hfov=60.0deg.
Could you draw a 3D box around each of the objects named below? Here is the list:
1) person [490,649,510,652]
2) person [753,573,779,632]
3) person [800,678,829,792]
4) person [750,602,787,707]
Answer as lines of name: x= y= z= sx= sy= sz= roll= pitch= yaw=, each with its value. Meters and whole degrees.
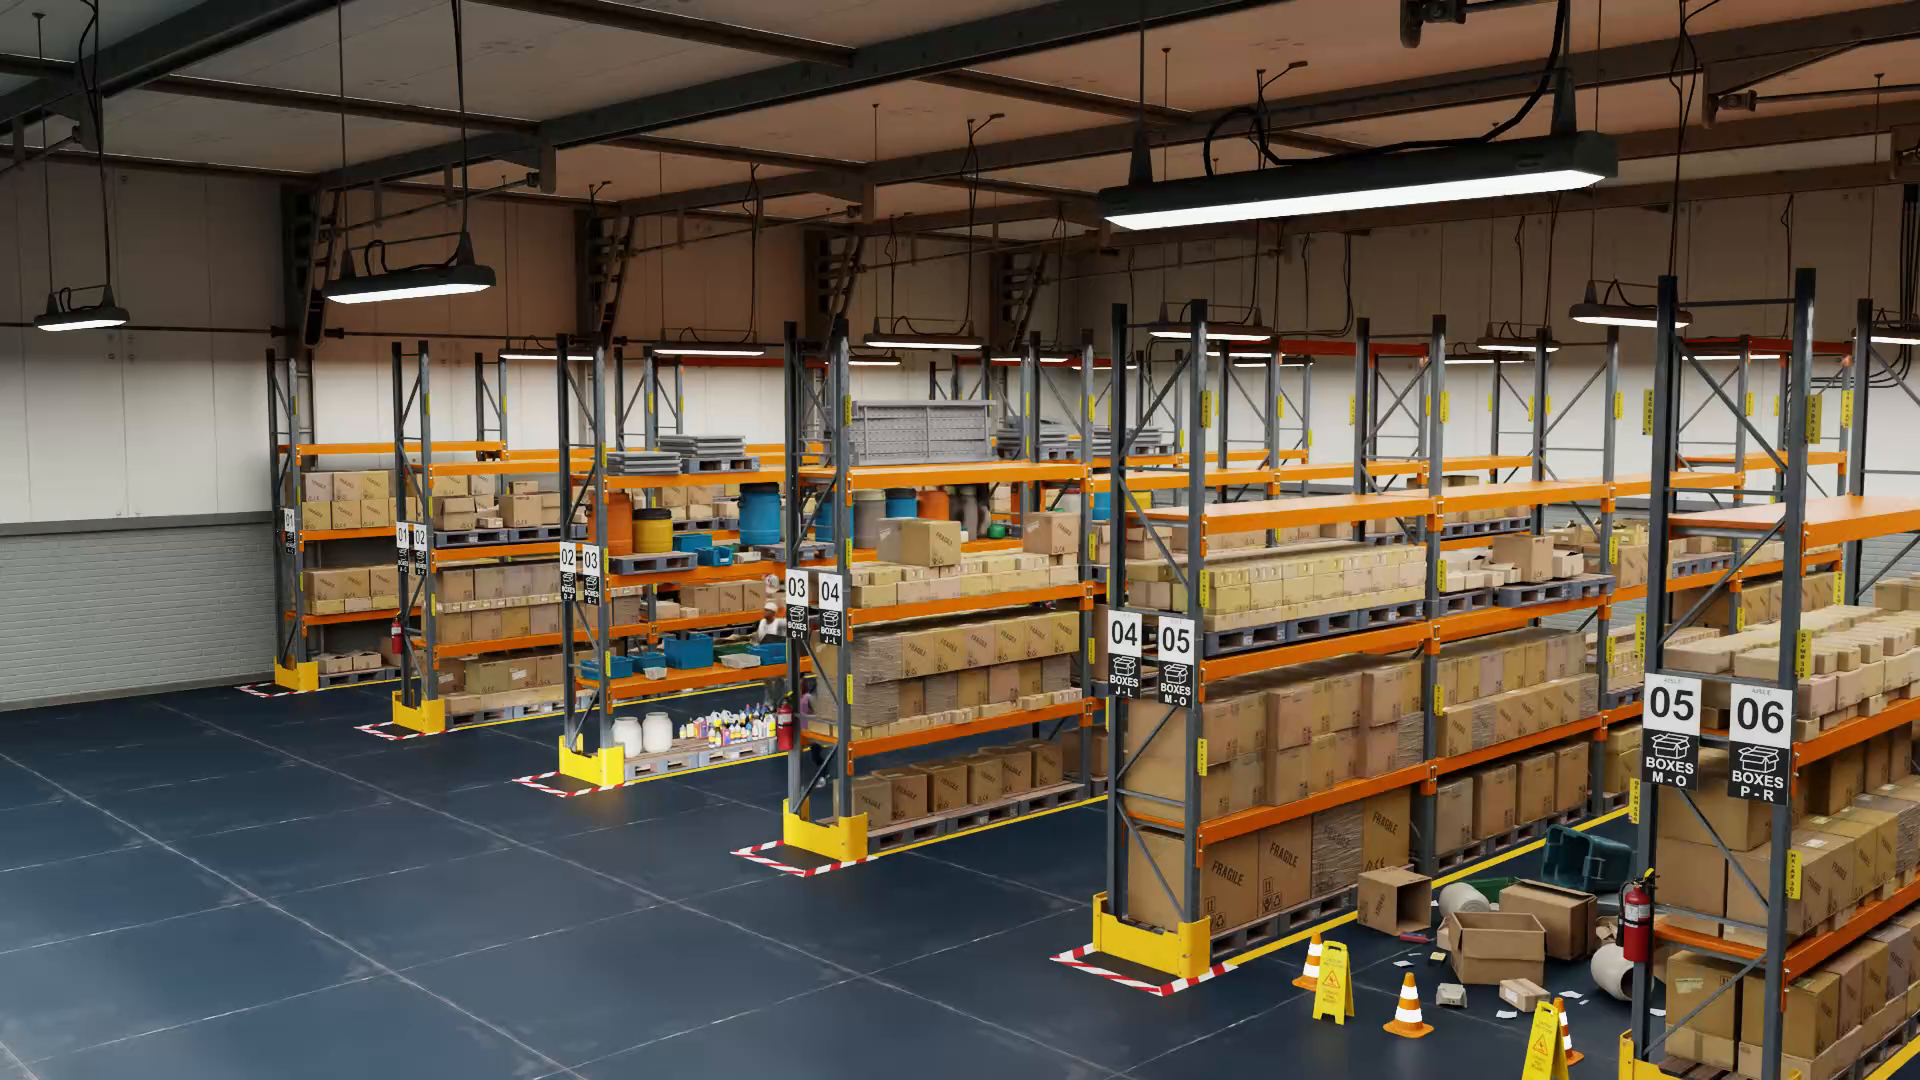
person: x=-8.007 y=1.845 z=28.831 sx=0.579 sy=1.648 sz=0.643 roll=4 pitch=6 yaw=36
person: x=-3.930 y=1.337 z=33.931 sx=0.631 sy=1.844 sz=0.735 roll=4 pitch=7 yaw=41
person: x=-1.935 y=2.533 z=21.443 sx=0.536 sy=1.595 sz=0.886 roll=2 pitch=5 yaw=22
person: x=-3.020 y=1.920 z=27.240 sx=0.693 sy=1.828 sz=0.922 roll=5 pitch=7 yaw=43
